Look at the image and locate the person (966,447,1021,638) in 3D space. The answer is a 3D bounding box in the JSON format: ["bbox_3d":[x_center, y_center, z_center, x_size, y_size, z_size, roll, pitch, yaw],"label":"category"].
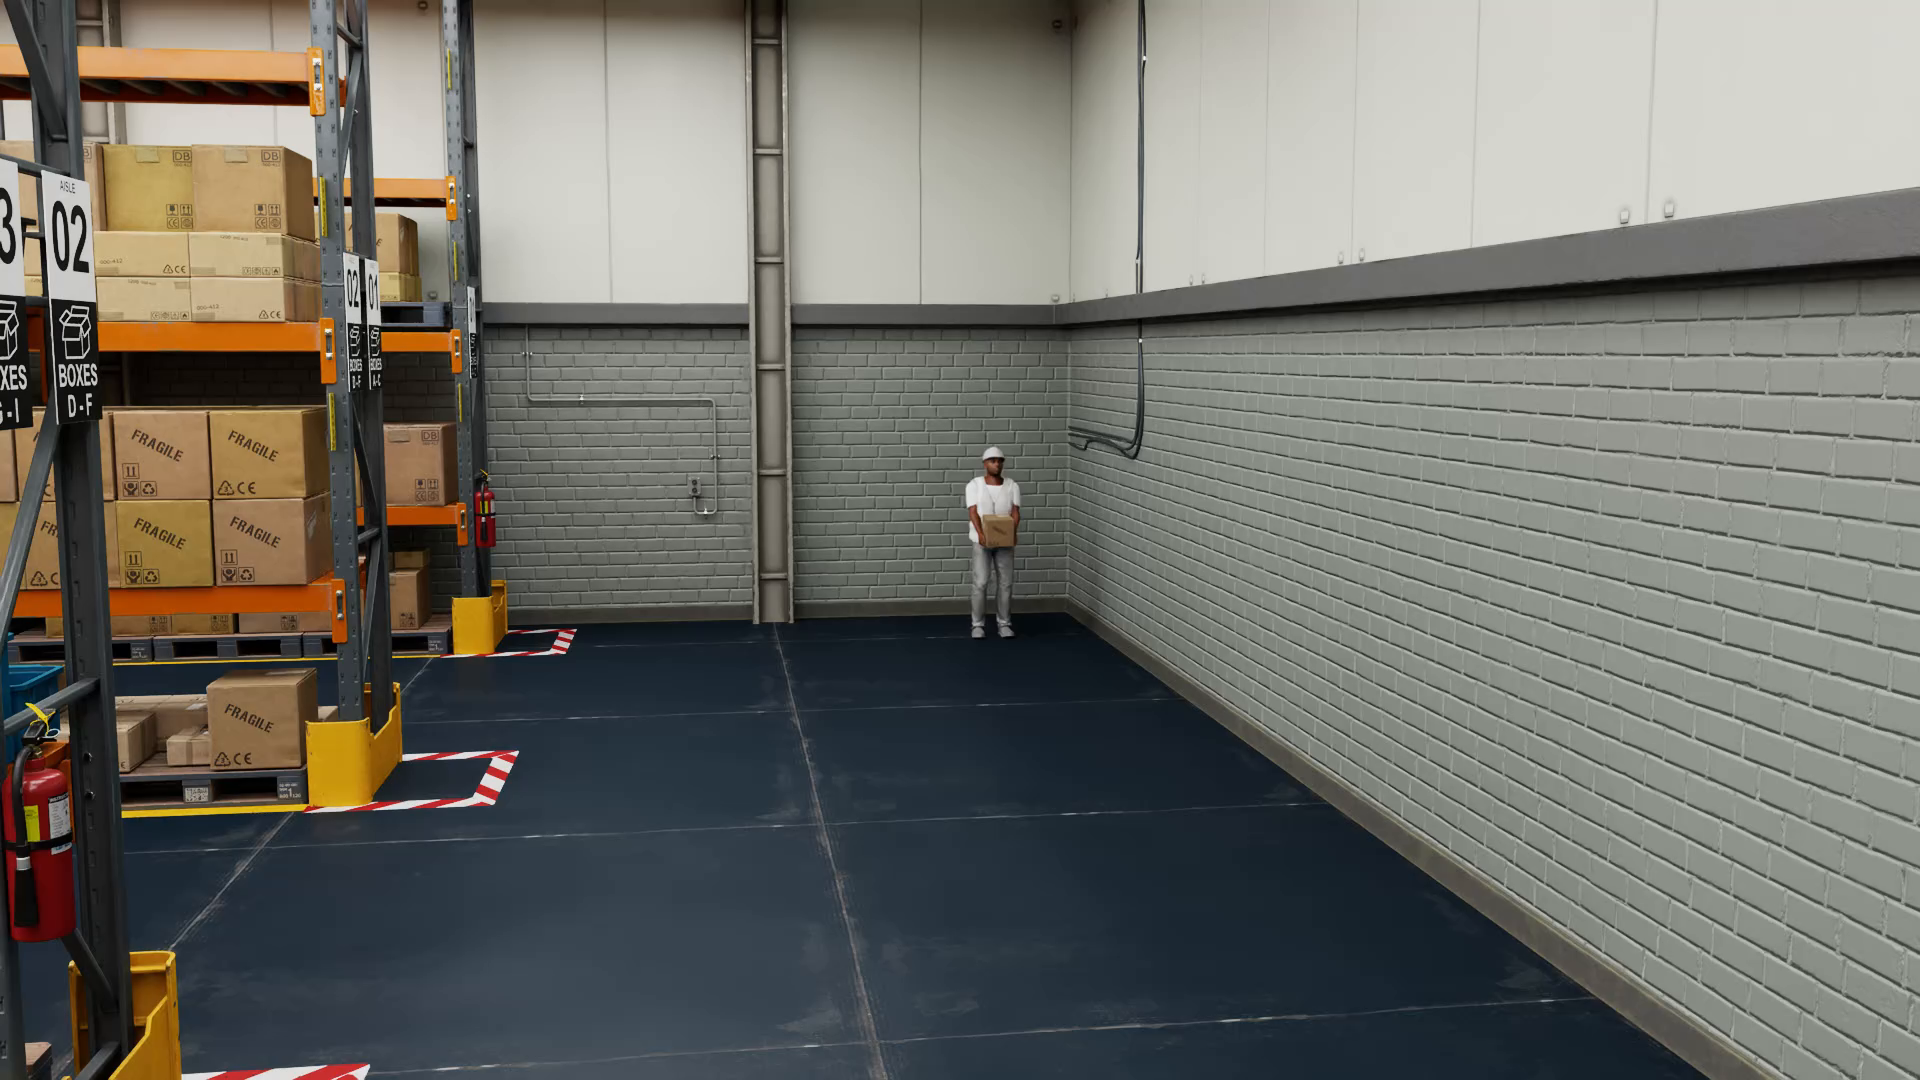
[{"bbox_3d":[0.325,0.031,15.338,0.510,1.767,0.575,-1,7,-9],"label":"person"}]
